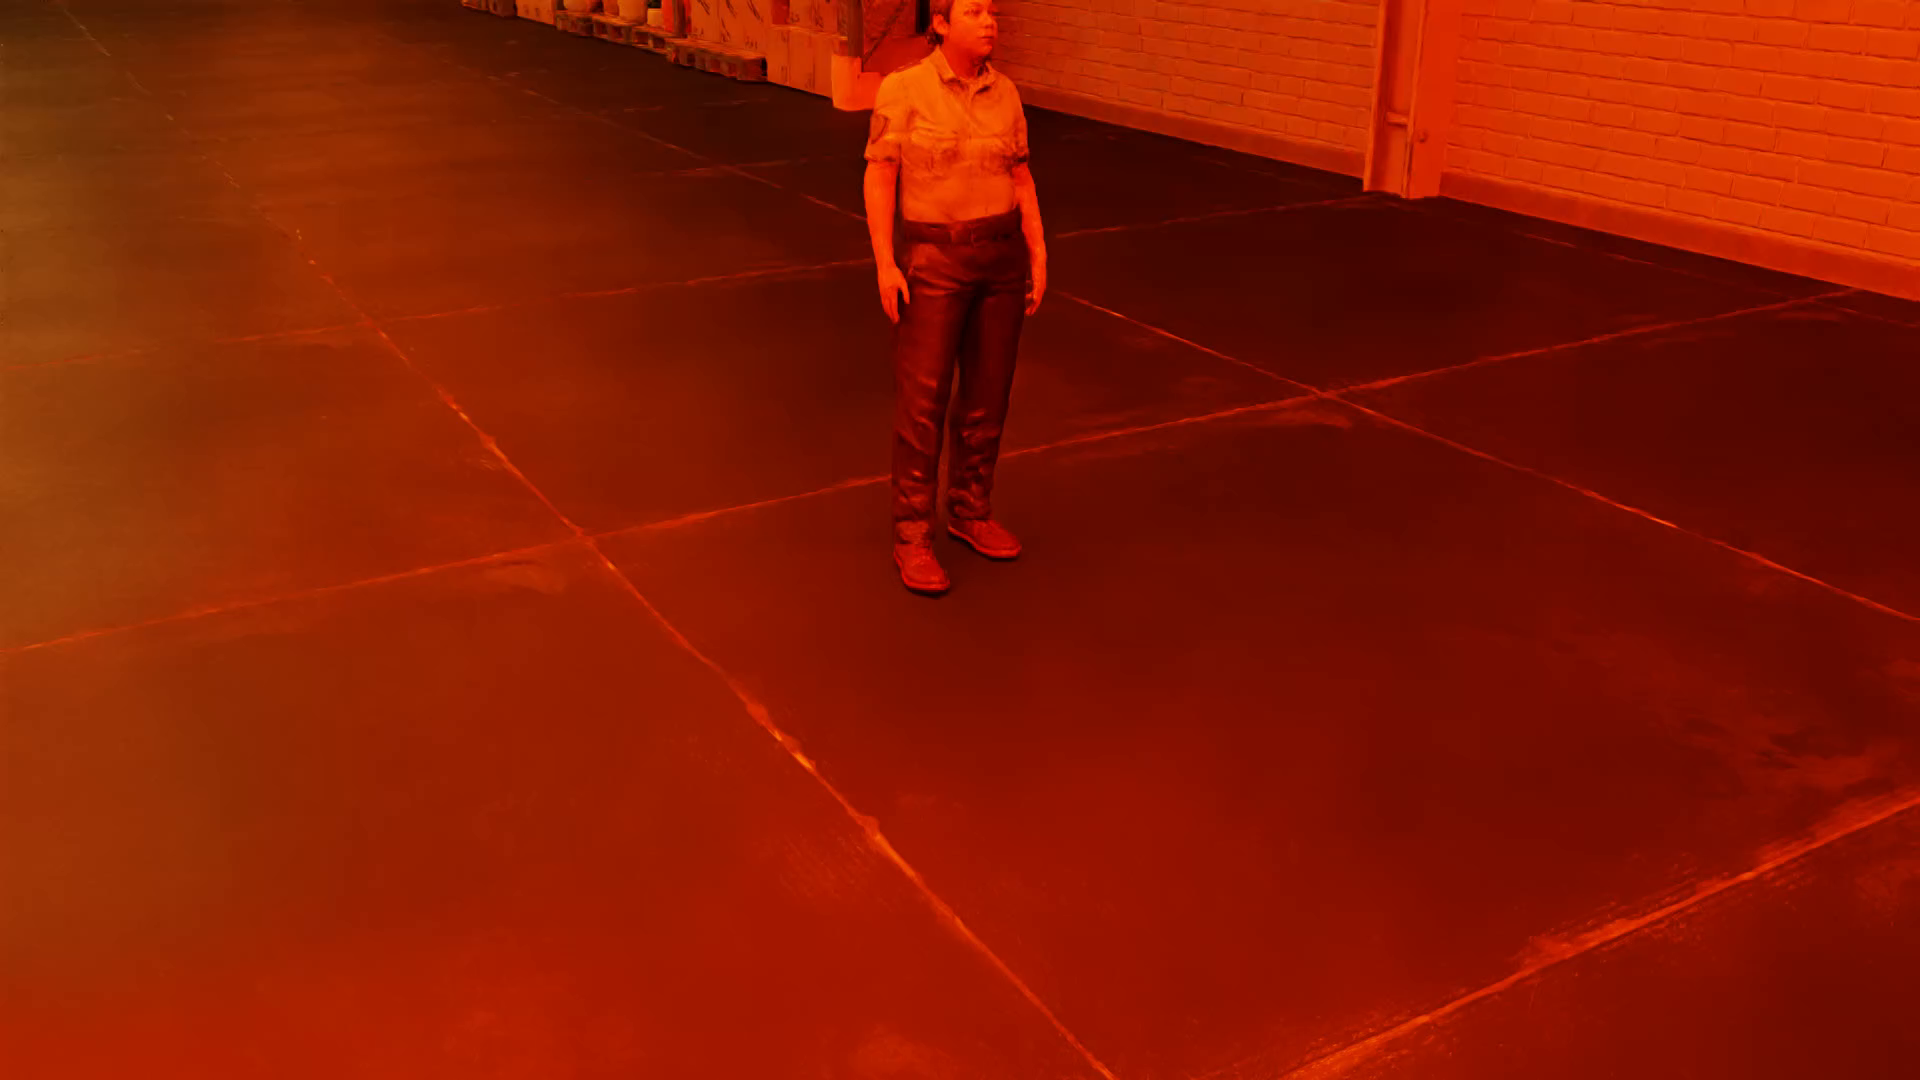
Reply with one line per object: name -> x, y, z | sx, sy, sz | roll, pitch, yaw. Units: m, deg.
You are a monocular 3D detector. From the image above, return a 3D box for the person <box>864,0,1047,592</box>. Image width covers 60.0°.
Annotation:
person -> 0.025, -0.735, 4.737 | 0.599, 1.650, 0.502 | -12, 25, -28
